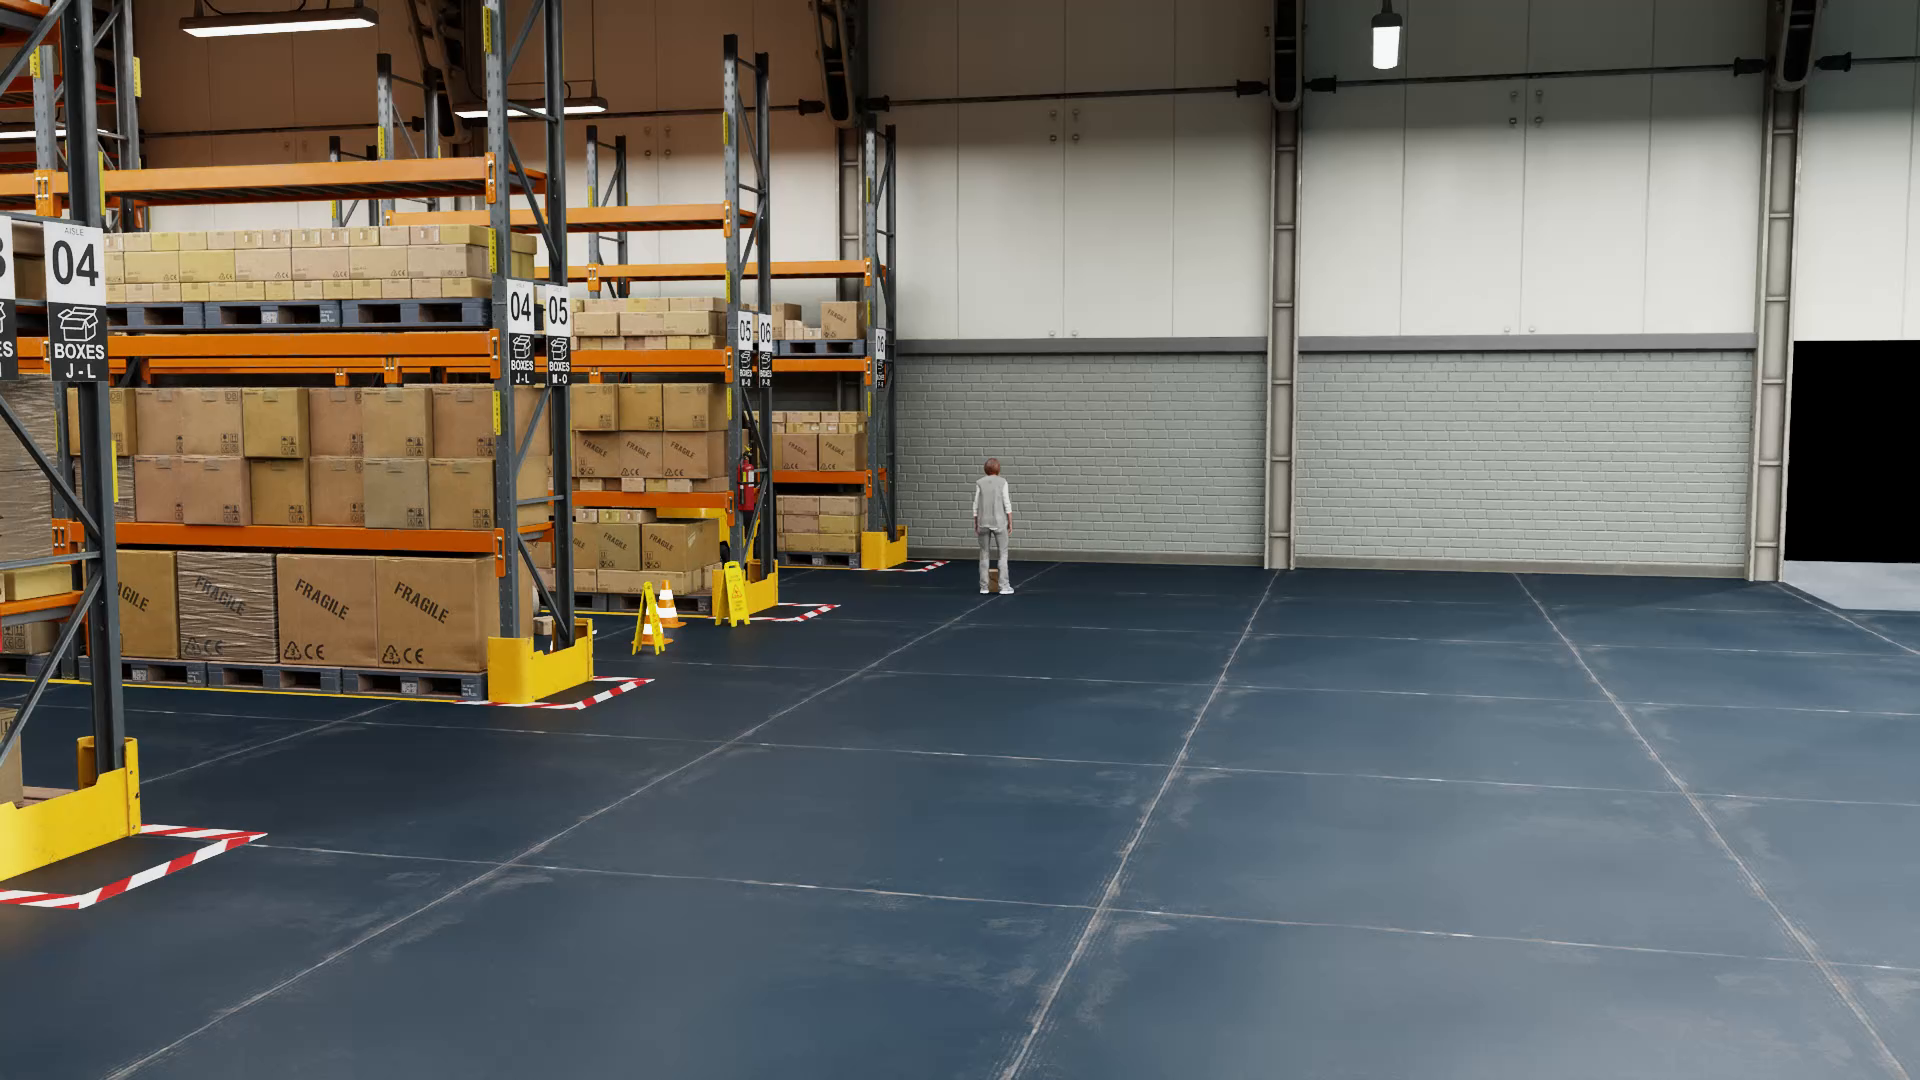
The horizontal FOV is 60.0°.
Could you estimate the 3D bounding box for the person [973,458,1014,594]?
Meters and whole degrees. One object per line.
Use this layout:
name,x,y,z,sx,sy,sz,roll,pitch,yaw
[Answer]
person,0.383,-0.162,19.460,0.460,1.592,0.344,1,5,14
